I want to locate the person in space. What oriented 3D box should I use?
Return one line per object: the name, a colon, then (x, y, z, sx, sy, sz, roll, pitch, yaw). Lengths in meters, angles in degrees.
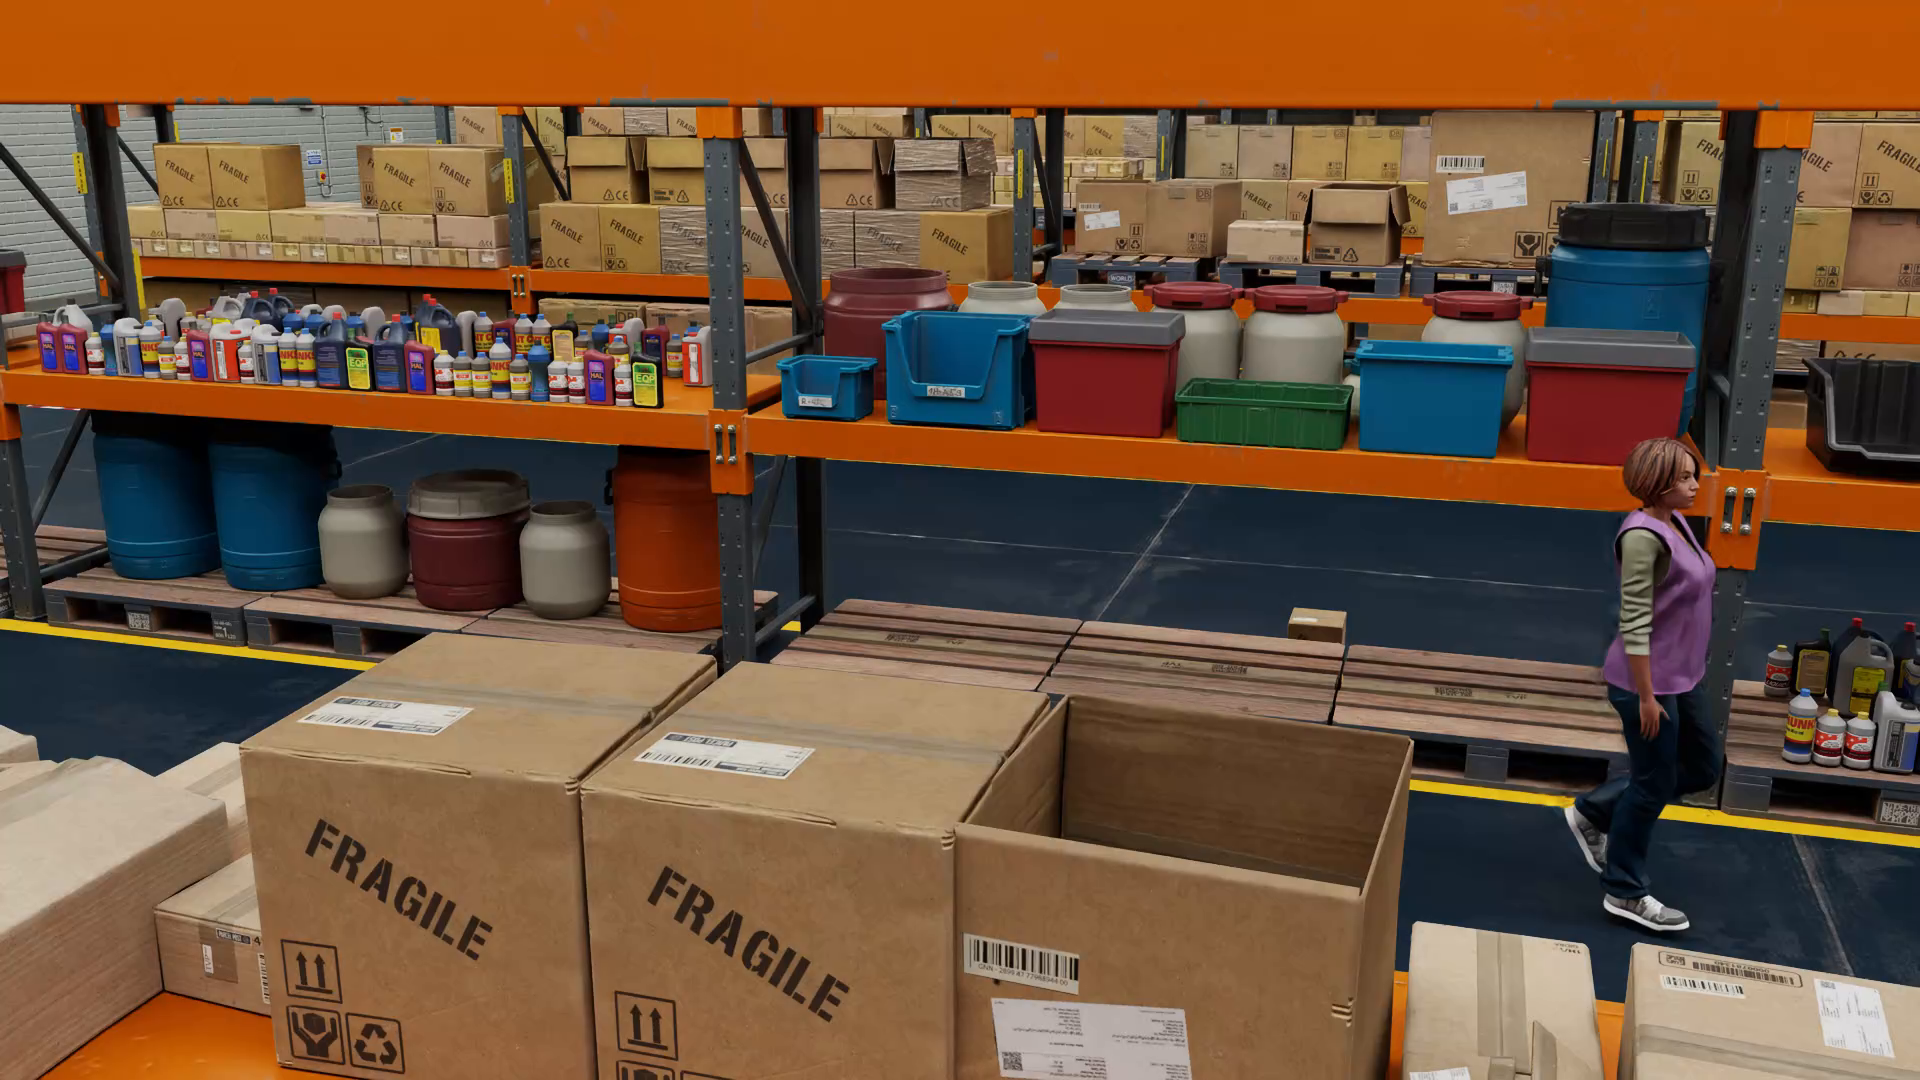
person: (2.192, 0.458, 5.314, 0.456, 1.589, 0.421, 11, 19, 35)
